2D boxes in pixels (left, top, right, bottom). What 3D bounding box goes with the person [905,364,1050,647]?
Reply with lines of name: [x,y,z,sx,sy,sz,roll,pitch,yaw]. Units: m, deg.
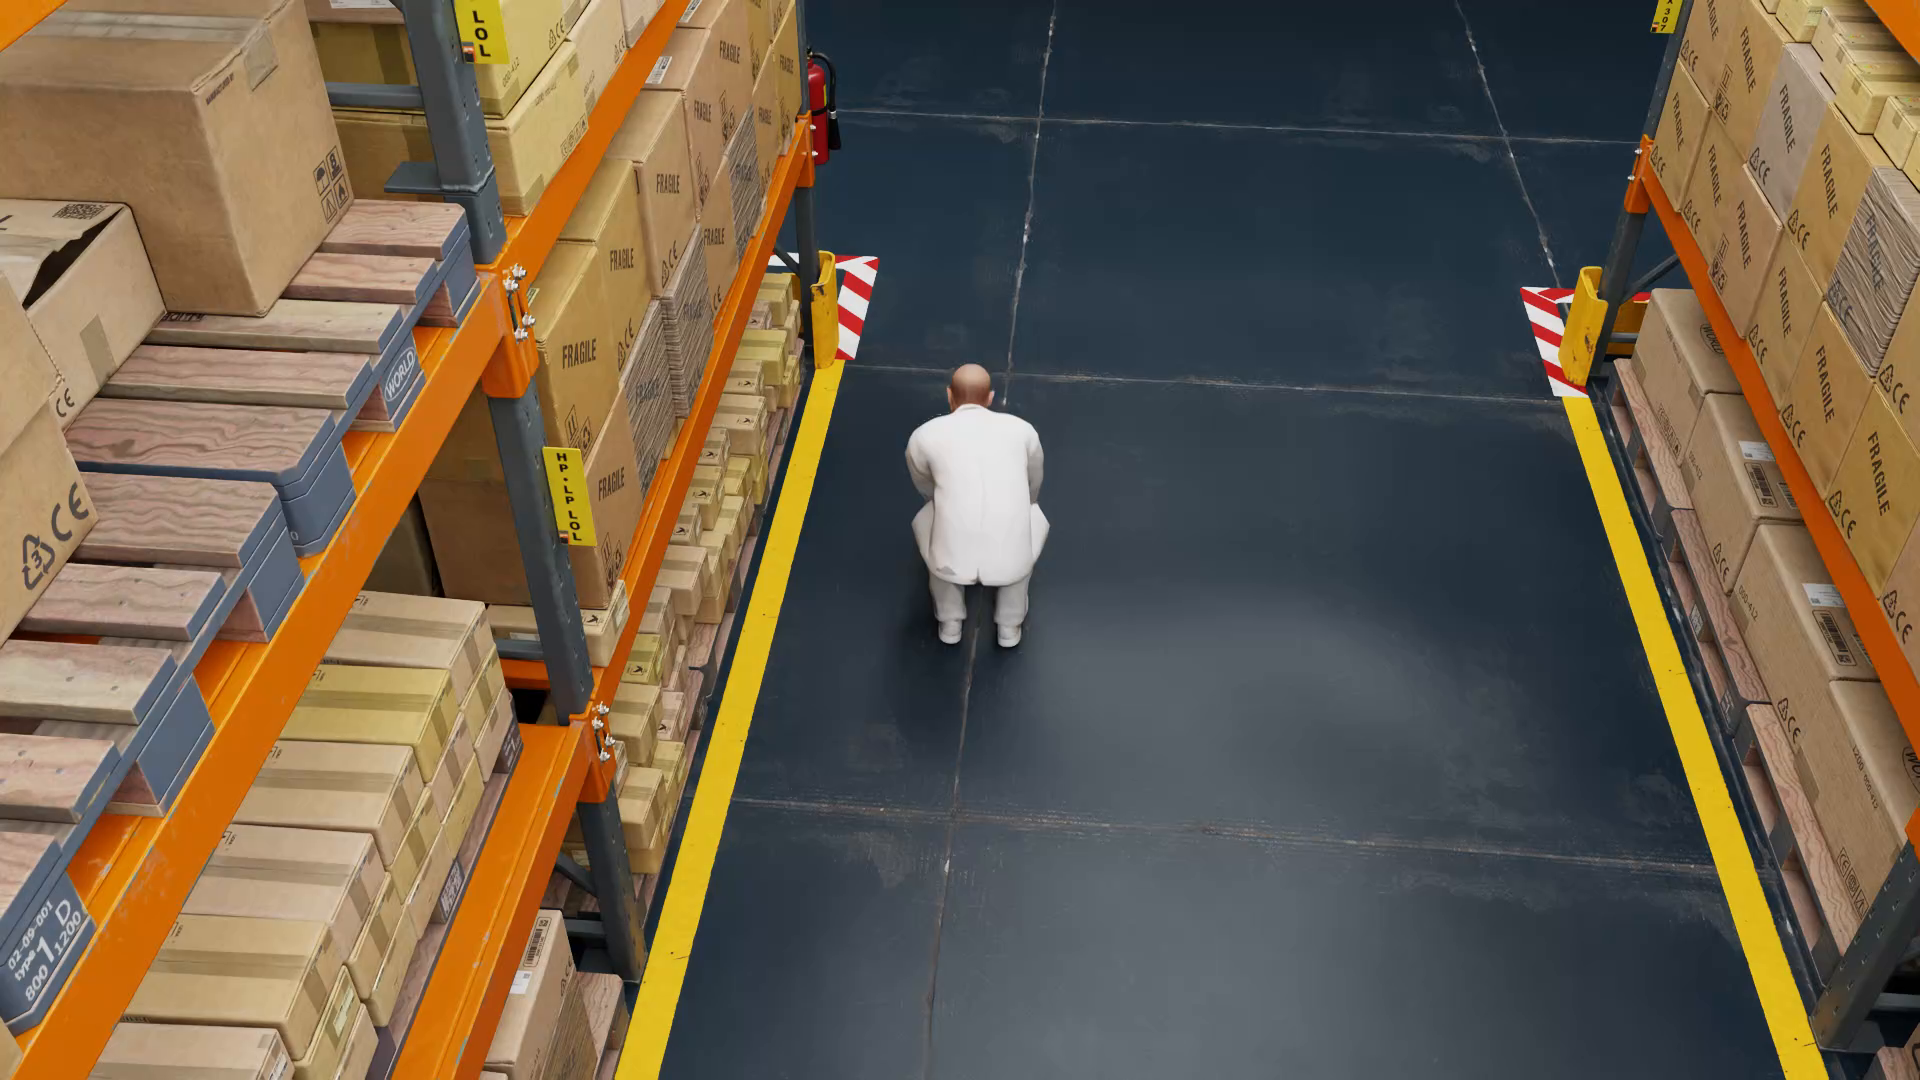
person: [0.073,-0.141,6.935,0.612,1.020,0.913,2,40,3]
